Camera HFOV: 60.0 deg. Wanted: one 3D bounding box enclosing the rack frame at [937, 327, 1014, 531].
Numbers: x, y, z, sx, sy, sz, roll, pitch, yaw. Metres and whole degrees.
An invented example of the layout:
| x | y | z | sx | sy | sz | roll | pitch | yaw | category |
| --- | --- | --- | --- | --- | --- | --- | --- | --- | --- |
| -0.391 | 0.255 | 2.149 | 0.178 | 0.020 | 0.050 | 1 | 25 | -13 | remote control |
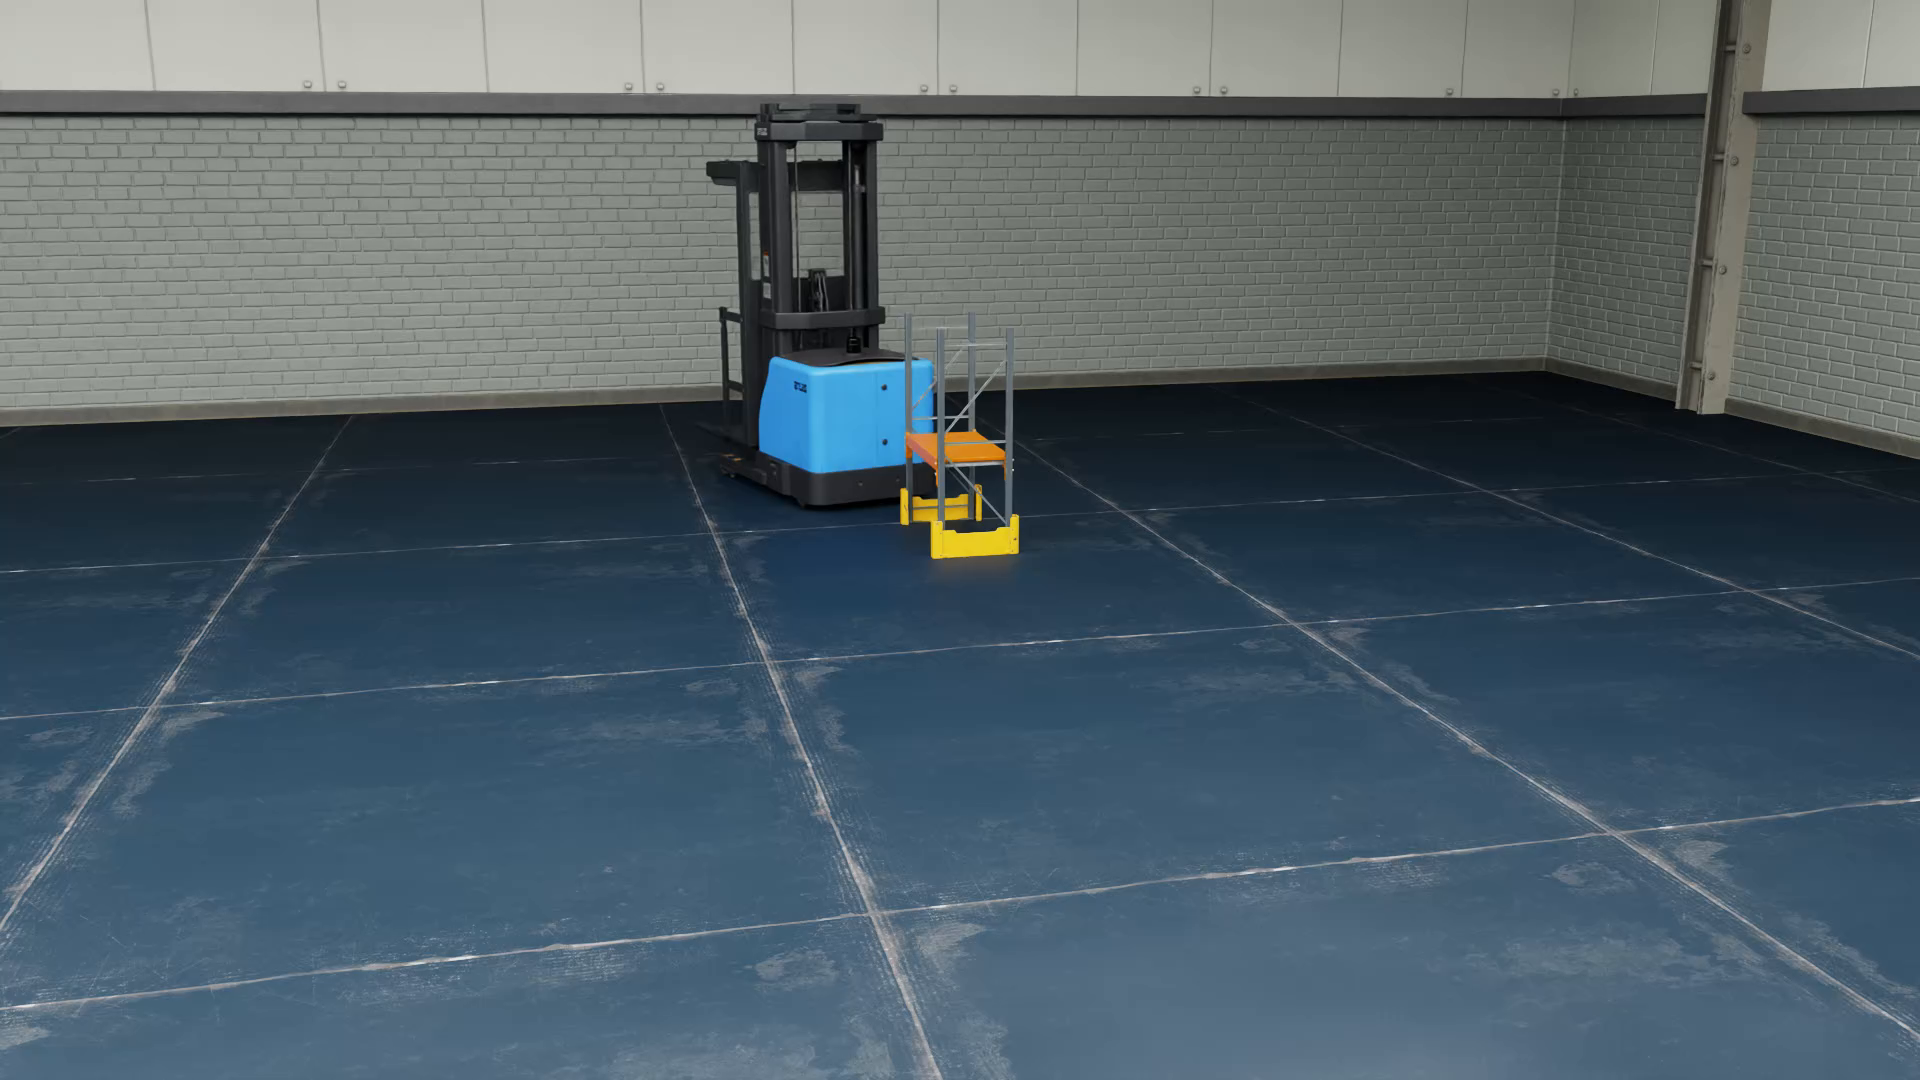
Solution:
| x | y | z | sx | sy | sz | roll | pitch | yaw | category |
| --- | --- | --- | --- | --- | --- | --- | --- | --- | --- |
| 0.099 | -0.631 | 10.850 | 0.500 | 1.500 | 0.032 | -3 | 14 | -13 | rack frame |

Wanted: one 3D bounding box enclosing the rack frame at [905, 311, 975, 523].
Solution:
| x | y | z | sx | sy | sz | roll | pitch | yaw | category |
| --- | --- | --- | --- | --- | --- | --- | --- | --- | --- |
| -0.139 | -0.866 | 11.810 | 0.500 | 1.500 | 0.032 | -3 | 14 | -13 | rack frame |

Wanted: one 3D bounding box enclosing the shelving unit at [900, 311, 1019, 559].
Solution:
| x | y | z | sx | sy | sz | roll | pitch | yaw | category |
| --- | --- | --- | --- | --- | --- | --- | --- | --- | --- |
| -0.018 | -0.746 | 11.321 | 0.587 | 1.500 | 1.083 | -3 | 14 | -13 | shelving unit |

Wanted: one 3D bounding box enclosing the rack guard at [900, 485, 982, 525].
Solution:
| x | y | z | sx | sy | sz | roll | pitch | yaw | category |
| --- | --- | --- | --- | --- | --- | --- | --- | --- | --- |
| -0.135 | -0.254 | 11.940 | 0.587 | 0.250 | 0.087 | -3 | 14 | -13 | rack guard |

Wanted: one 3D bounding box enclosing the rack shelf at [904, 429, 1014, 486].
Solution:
| x | y | z | sx | sy | sz | roll | pitch | yaw | category |
| --- | --- | --- | --- | --- | --- | --- | --- | --- | --- |
| -0.020 | -0.574 | 11.372 | 0.538 | 0.185 | 1.000 | -3 | 14 | -13 | rack shelf |

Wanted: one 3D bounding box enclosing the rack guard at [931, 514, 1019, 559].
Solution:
| x | y | z | sx | sy | sz | roll | pitch | yaw | category |
| --- | --- | --- | --- | --- | --- | --- | --- | --- | --- |
| 0.099 | -0.024 | 10.999 | 0.587 | 0.250 | 0.087 | -3 | 14 | -13 | rack guard |

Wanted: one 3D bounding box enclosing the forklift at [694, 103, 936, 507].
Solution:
| x | y | z | sx | sy | sz | roll | pitch | yaw | category |
| --- | --- | --- | --- | --- | --- | --- | --- | --- | --- |
| -1.336 | -1.971 | 13.318 | 1.130 | 2.935 | 3.031 | -7 | 16 | -28 | forklift |
